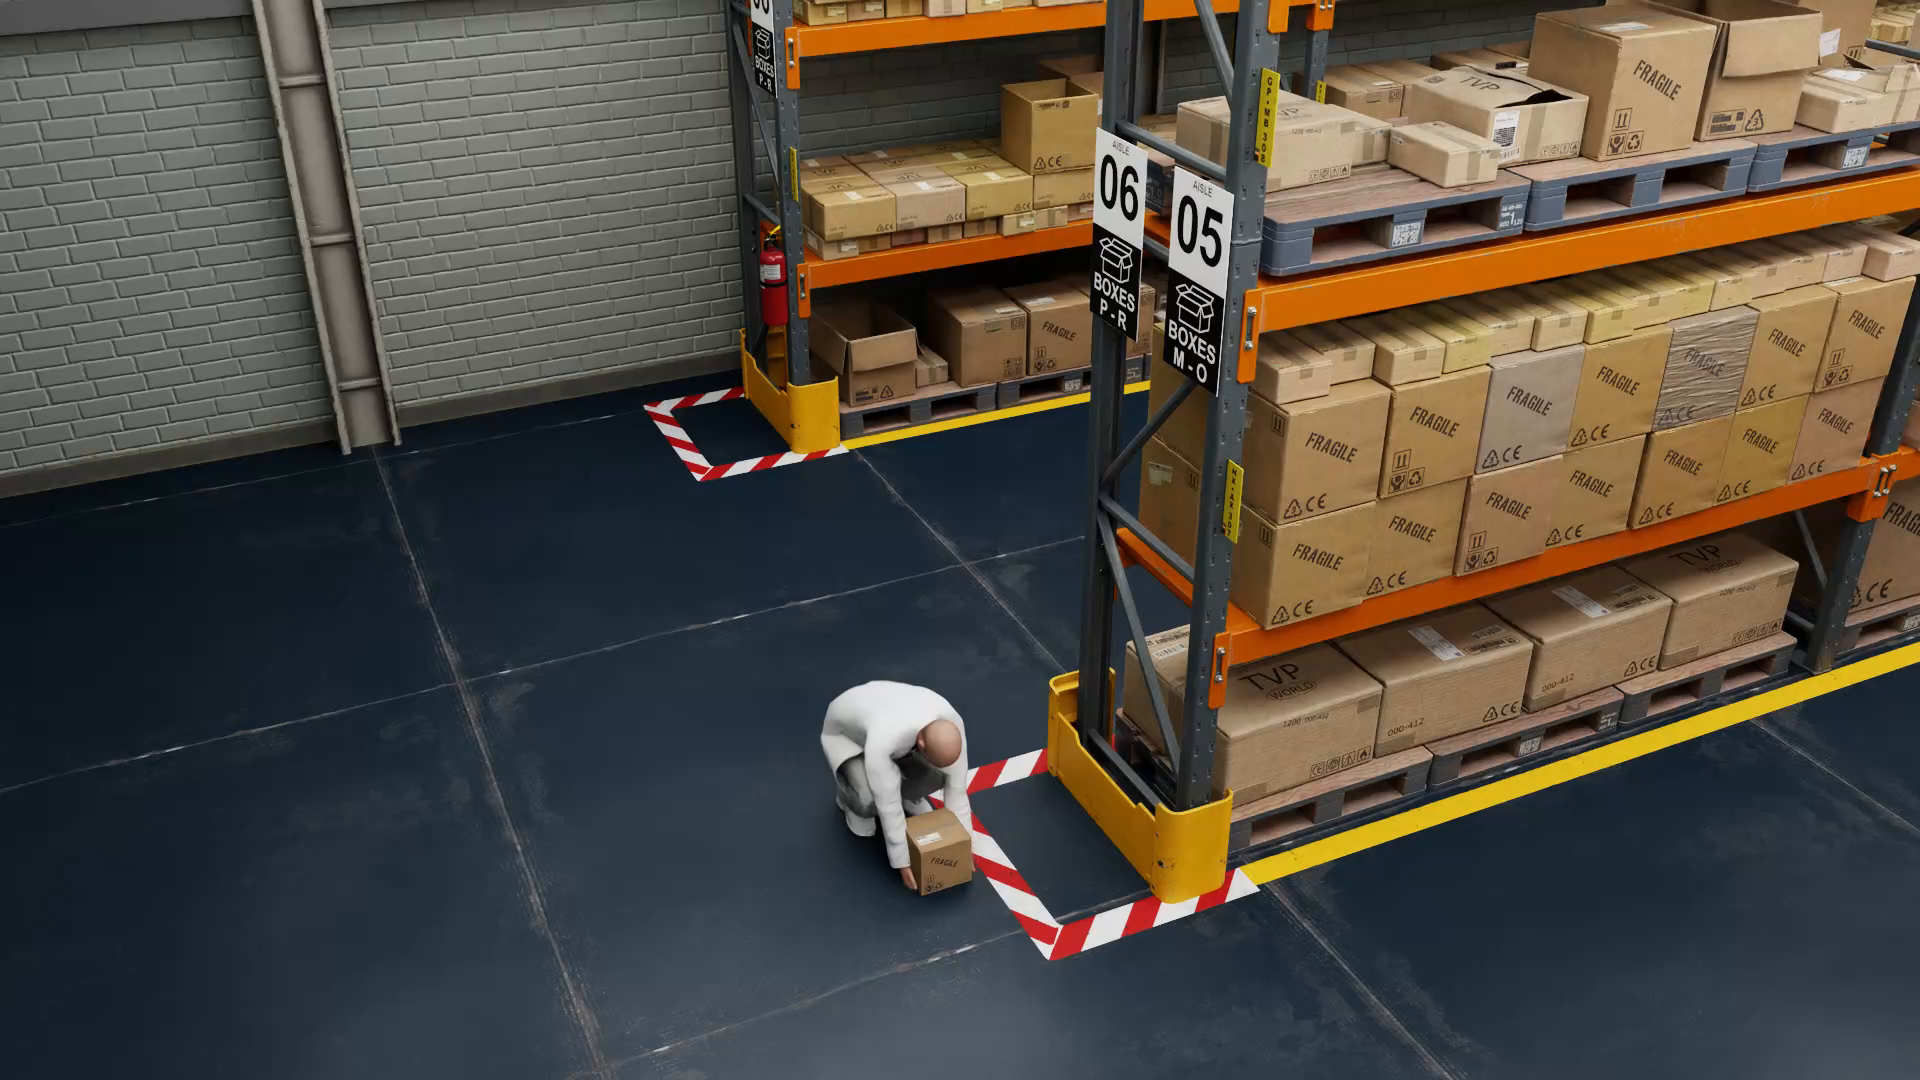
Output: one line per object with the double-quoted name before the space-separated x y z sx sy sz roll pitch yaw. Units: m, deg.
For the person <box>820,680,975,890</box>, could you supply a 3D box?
"person" -0.289 1.075 7.677 0.576 0.850 0.938 -15 33 -26
